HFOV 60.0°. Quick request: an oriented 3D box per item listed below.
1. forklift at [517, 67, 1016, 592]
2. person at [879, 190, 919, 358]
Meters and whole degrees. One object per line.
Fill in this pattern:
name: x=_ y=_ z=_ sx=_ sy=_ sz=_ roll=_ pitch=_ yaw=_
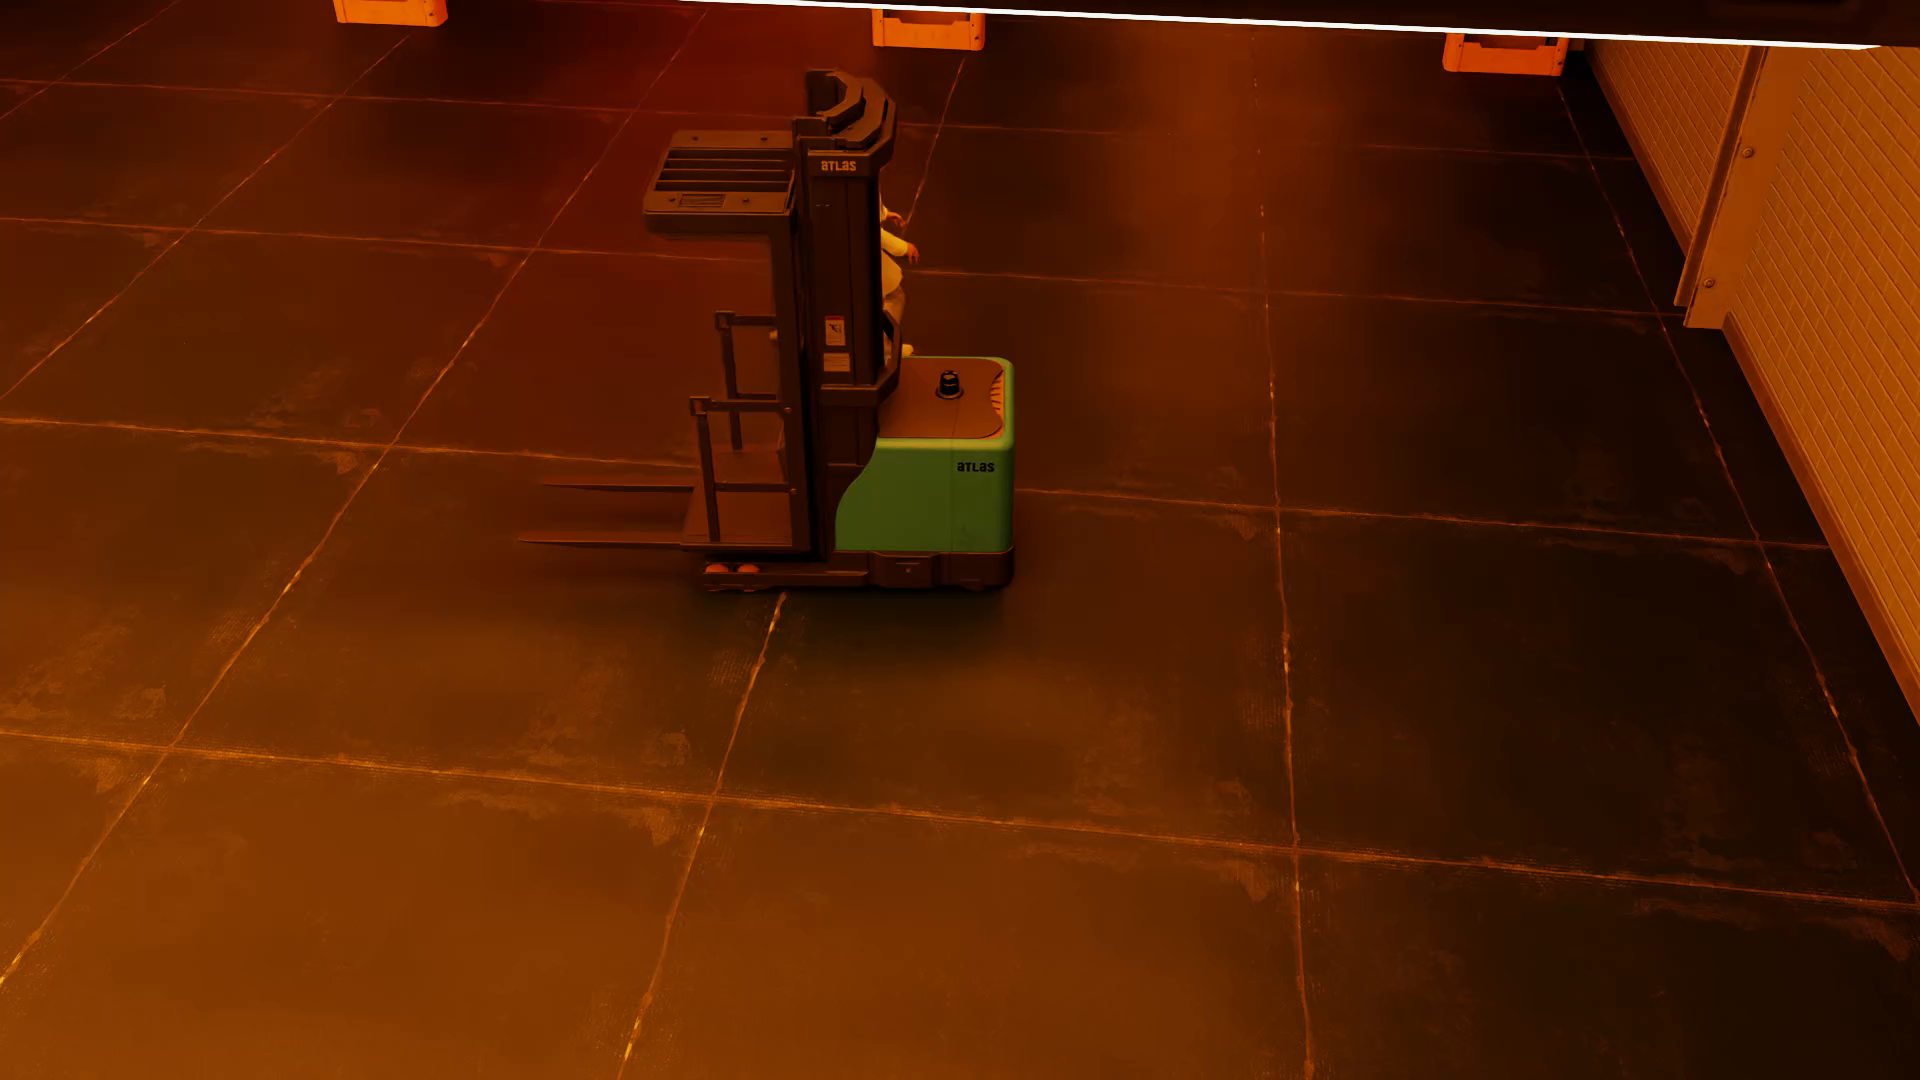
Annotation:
forklift: x=-1.178 y=-1.179 z=9.629 sx=3.031 sy=2.935 sz=1.130 roll=1 pitch=36 yaw=1
person: x=-0.578 y=-2.053 z=11.888 sx=0.678 sy=1.722 sz=0.836 roll=-18 pitch=40 yaw=-23
